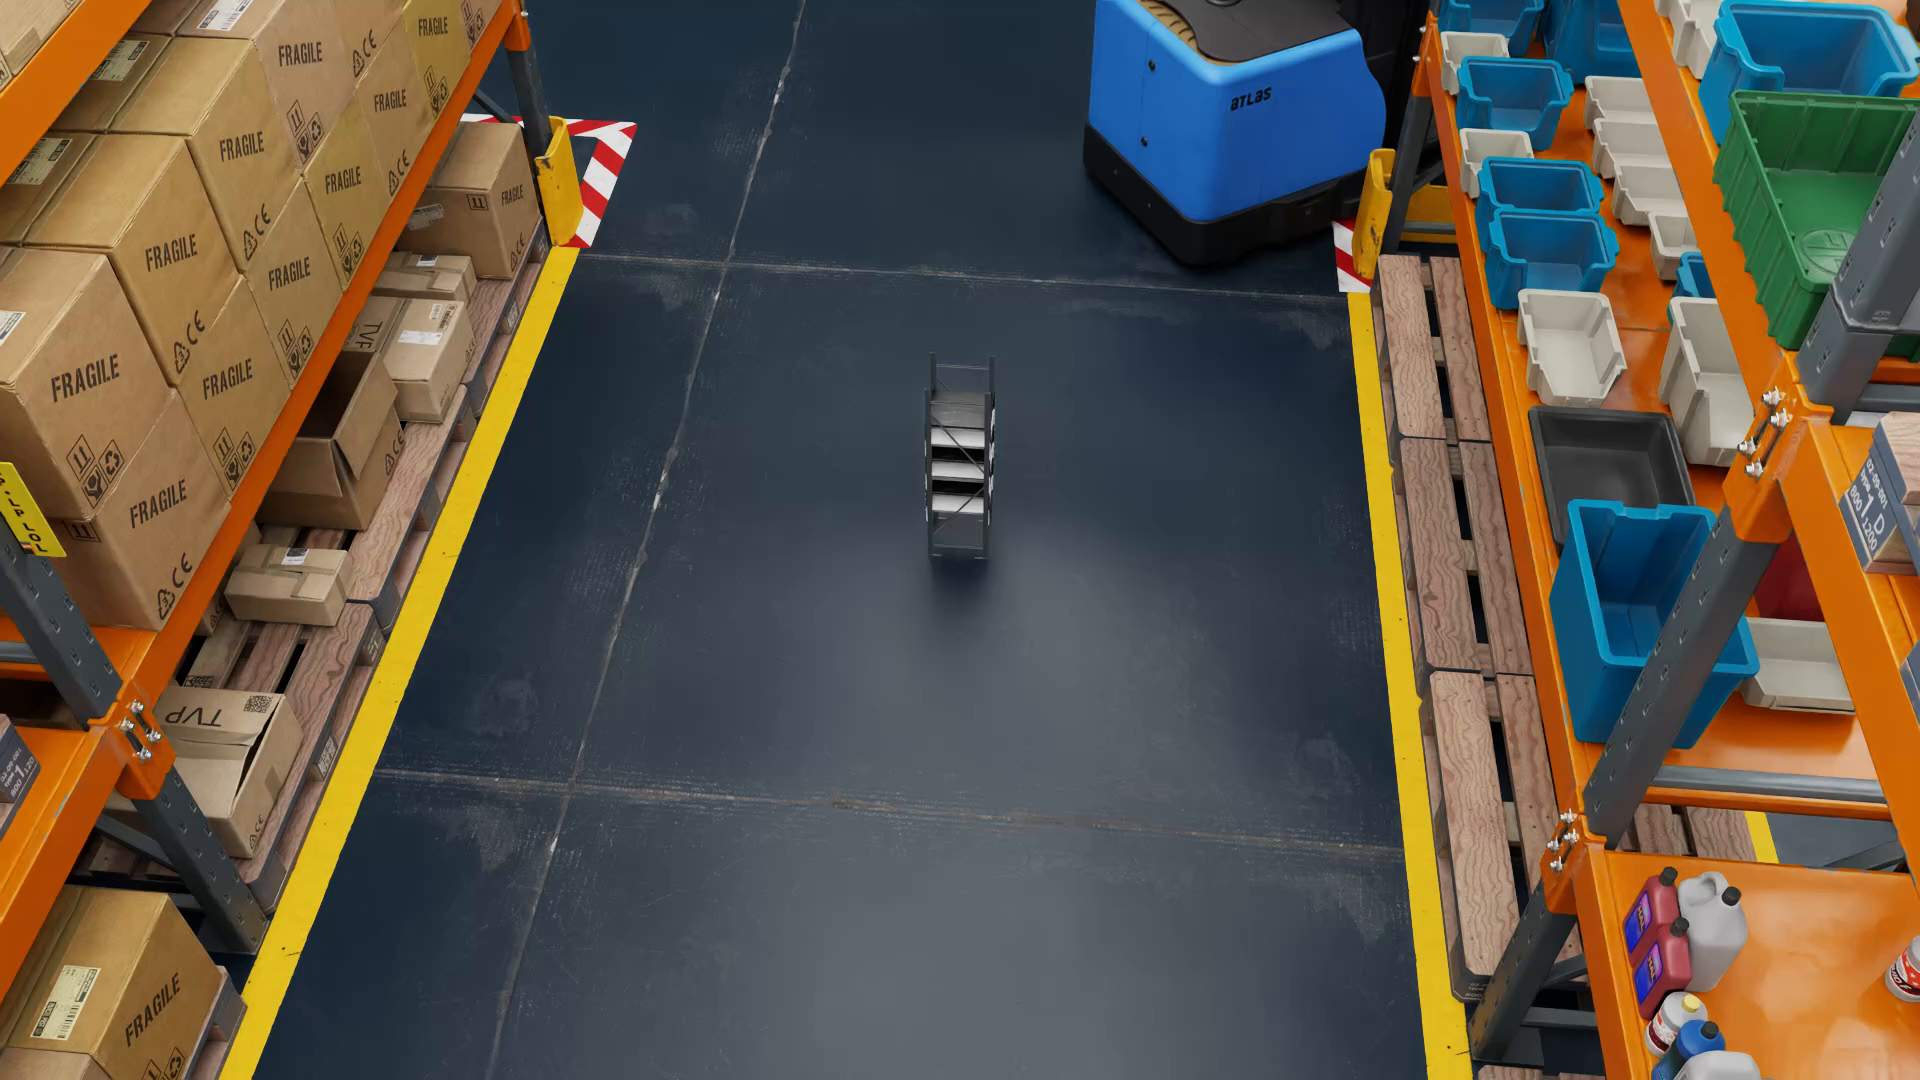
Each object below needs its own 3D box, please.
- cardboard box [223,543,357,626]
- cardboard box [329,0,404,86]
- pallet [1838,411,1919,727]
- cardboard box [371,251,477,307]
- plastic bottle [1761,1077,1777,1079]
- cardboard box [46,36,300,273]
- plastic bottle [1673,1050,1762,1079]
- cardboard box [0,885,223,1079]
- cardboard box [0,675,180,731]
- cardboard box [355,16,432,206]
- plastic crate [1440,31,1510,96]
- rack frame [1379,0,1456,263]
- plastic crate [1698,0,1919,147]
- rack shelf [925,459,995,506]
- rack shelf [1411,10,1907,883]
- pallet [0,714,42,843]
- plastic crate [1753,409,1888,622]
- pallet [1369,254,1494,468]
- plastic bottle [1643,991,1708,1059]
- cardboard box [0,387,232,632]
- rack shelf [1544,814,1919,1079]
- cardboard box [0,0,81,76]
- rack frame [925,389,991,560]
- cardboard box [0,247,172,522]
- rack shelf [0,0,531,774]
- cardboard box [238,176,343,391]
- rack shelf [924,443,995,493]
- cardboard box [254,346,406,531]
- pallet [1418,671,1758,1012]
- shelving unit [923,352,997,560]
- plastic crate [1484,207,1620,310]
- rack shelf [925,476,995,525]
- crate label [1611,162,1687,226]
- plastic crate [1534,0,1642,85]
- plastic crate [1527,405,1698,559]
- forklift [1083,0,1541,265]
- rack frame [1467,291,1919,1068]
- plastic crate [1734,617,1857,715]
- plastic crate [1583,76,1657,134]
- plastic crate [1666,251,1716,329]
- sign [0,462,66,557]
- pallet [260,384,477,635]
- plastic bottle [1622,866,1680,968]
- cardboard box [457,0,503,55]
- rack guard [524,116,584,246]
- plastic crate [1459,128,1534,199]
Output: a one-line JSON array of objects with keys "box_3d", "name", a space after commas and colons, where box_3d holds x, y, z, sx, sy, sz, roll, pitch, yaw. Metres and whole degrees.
[{"box_3d": [-2.491, 0.162, 6.191, 0.380, 0.166, 0.250, 4, 48, 4], "name": "cardboard box"}, {"box_3d": [-2.304, -1.928, 5.735, 0.500, 0.500, 0.500, 5, 48, 5], "name": "cardboard box"}, {"box_3d": [2.145, 0.254, 2.580, 1.213, 0.211, 1.003, 4, 48, 4], "name": "pallet"}, {"box_3d": [-2.380, -1.140, 7.381, 0.380, 0.166, 0.250, 4, 48, 4], "name": "cardboard box"}, {"box_3d": [1.790, 1.265, 3.695, 0.097, 0.201, 0.097, 0, 48, 0], "name": "plastic bottle"}, {"box_3d": [-2.397, -1.171, 5.043, 0.500, 0.500, 0.500, 3, 48, 2], "name": "cardboard box"}, {"box_3d": [1.664, 1.245, 3.662, 0.152, 0.276, 0.135, 4, 48, 4], "name": "plastic bottle"}, {"box_3d": [-2.573, 1.361, 4.868, 0.500, 0.500, 0.500, 4, 48, 3], "name": "cardboard box"}, {"box_3d": [-3.044, 0.542, 5.618, 0.500, 0.500, 0.500, 4, 48, 4], "name": "cardboard box"}, {"box_3d": [-2.314, -1.594, 6.107, 0.500, 0.500, 0.500, 4, 48, 4], "name": "cardboard box"}, {"box_3d": [2.021, -1.861, 6.557, 0.250, 0.136, 0.298, 4, 48, 4], "name": "plastic crate"}, {"box_3d": [2.483, -2.319, 6.838, 1.000, 3.000, 0.127, 4, 48, 4], "name": "rack frame"}, {"box_3d": [1.884, -1.026, 3.736, 0.416, 0.233, 0.300, 4, 48, 4], "name": "plastic crate"}, {"box_3d": [0.001, -0.226, 6.514, 0.258, 0.077, 0.200, 4, 48, 4], "name": "rack shelf"}, {"box_3d": [2.301, -0.607, 5.760, 1.077, 0.370, 4.000, 4, 48, 4], "name": "rack shelf"}, {"box_3d": [-2.995, 0.929, 3.998, 1.003, 0.211, 1.213, 4, 48, 4], "name": "pallet"}, {"box_3d": [2.450, -0.061, 4.689, 0.402, 0.464, 0.583, 4, 48, 4], "name": "plastic crate"}, {"box_3d": [2.369, -0.775, 7.315, 1.003, 0.211, 1.213, 4, 48, 4], "name": "pallet"}, {"box_3d": [1.656, 1.112, 3.835, 0.097, 0.201, 0.097, 0, 48, 0], "name": "plastic bottle"}, {"box_3d": [-2.496, -0.106, 4.746, 0.500, 0.500, 0.500, 5, 48, 5], "name": "cardboard box"}, {"box_3d": [1.936, 2.333, 3.071, 1.077, 0.370, 4.000, 4, 48, 4], "name": "rack shelf"}, {"box_3d": [-2.473, -1.385, 4.053, 0.500, 0.250, 0.500, 4, 48, 4], "name": "cardboard box"}, {"box_3d": [-0.009, -0.235, 6.355, 0.240, 0.900, 0.006, 4, 48, 4], "name": "rack frame"}, {"box_3d": [-2.491, -0.414, 4.351, 0.500, 0.500, 0.500, 5, 48, 5], "name": "cardboard box"}, {"box_3d": [-2.631, -0.943, 6.067, 1.077, 0.370, 4.000, 4, 48, 4], "name": "rack shelf"}, {"box_3d": [-2.405, -0.850, 5.426, 0.500, 0.500, 0.500, 4, 48, 3], "name": "cardboard box"}, {"box_3d": [0.001, -0.287, 6.448, 0.258, 0.077, 0.200, 4, 48, 4], "name": "rack shelf"}, {"box_3d": [-2.648, -0.403, 6.479, 0.797, 0.503, 0.637, 4, 48, 4], "name": "cardboard box"}, {"box_3d": [2.147, 1.018, 5.676, 1.003, 0.211, 1.213, 4, 48, 4], "name": "pallet"}, {"box_3d": [0.001, -0.310, 6.423, 0.258, 0.900, 0.210, 4, 48, 4], "name": "shelving unit"}, {"box_3d": [1.986, -0.936, 5.646, 0.416, 0.233, 0.300, 4, 48, 4], "name": "plastic crate"}, {"box_3d": [0.001, -0.166, 6.581, 0.258, 0.077, 0.200, 4, 48, 4], "name": "rack shelf"}, {"box_3d": [2.547, -1.221, 5.972, 0.396, 0.136, 0.243, 4, 48, 4], "name": "crate label"}, {"box_3d": [2.639, -2.093, 6.567, 0.616, 0.435, 0.499, 4, 48, 4], "name": "plastic crate"}, {"box_3d": [1.953, -0.148, 4.998, 0.437, 0.125, 0.590, 4, 48, 4], "name": "plastic crate"}, {"box_3d": [2.166, -3.076, 7.577, 3.031, 2.935, 1.130, -21, 51, -19], "name": "forklift"}, {"box_3d": [2.119, 0.620, 4.150, 1.000, 3.000, 0.127, 4, 48, 4], "name": "rack frame"}, {"box_3d": [2.303, 0.357, 4.529, 0.396, 0.136, 0.243, 4, 48, 4], "name": "plastic crate"}, {"box_3d": [2.589, -1.639, 6.354, 0.396, 0.136, 0.243, 4, 48, 4], "name": "plastic crate"}, {"box_3d": [2.551, -0.757, 5.482, 0.416, 0.233, 0.300, 4, 48, 4], "name": "plastic crate"}, {"box_3d": [-2.261, -0.072, 3.998, 0.100, 0.325, 0.005, 4, 48, 4], "name": "sign"}, {"box_3d": [-2.642, -0.178, 6.770, 1.003, 0.211, 1.213, 4, 48, 4], "name": "pallet"}, {"box_3d": [1.660, 0.900, 3.973, 0.061, 0.283, 0.133, 4, 48, 4], "name": "plastic bottle"}, {"box_3d": [-2.219, -2.341, 6.791, 0.500, 0.500, 0.500, 5, 48, 5], "name": "cardboard box"}, {"box_3d": [-2.456, -1.756, 8.017, 1.175, 0.500, 0.348, 4, 48, 4], "name": "rack guard"}, {"box_3d": [1.959, -1.362, 6.101, 0.250, 0.136, 0.298, 4, 48, 4], "name": "plastic crate"}]
